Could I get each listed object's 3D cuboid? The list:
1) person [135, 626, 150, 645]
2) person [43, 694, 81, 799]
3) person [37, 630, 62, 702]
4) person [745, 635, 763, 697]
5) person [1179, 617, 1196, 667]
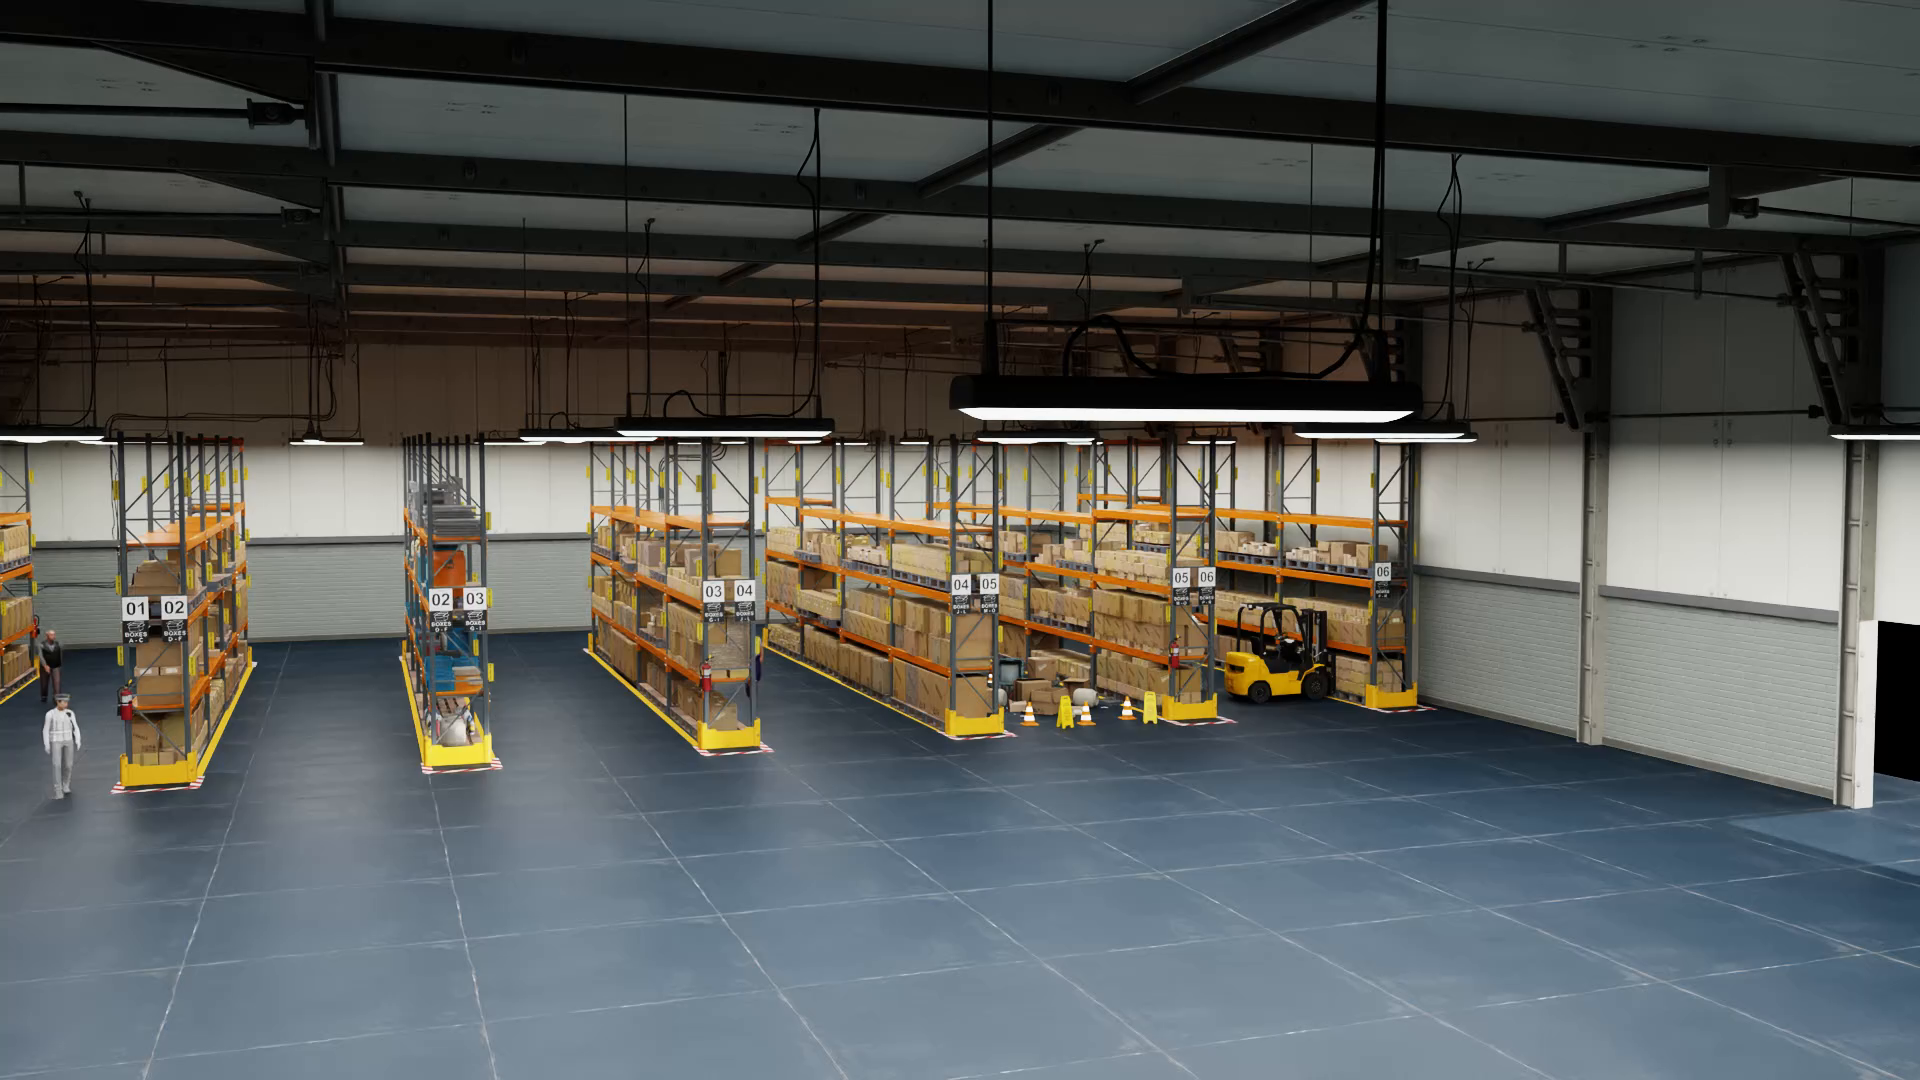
[{"bbox_3d":[-20.263,2.552,41.498,0.618,1.791,0.771,-2,4,-27],"label":"person"},{"bbox_3d":[-14.772,3.390,27.431,0.689,1.671,0.516,3,4,43],"label":"person"},{"bbox_3d":[-20.218,2.839,37.004,0.510,1.646,1.093,-3,4,-38],"label":"person"},{"bbox_3d":[-4.851,2.790,38.467,0.571,1.632,0.557,-1,3,-24],"label":"person"},{"bbox_3d":[5.465,2.673,39.566,0.551,1.821,0.613,-1,3,-25],"label":"person"}]
